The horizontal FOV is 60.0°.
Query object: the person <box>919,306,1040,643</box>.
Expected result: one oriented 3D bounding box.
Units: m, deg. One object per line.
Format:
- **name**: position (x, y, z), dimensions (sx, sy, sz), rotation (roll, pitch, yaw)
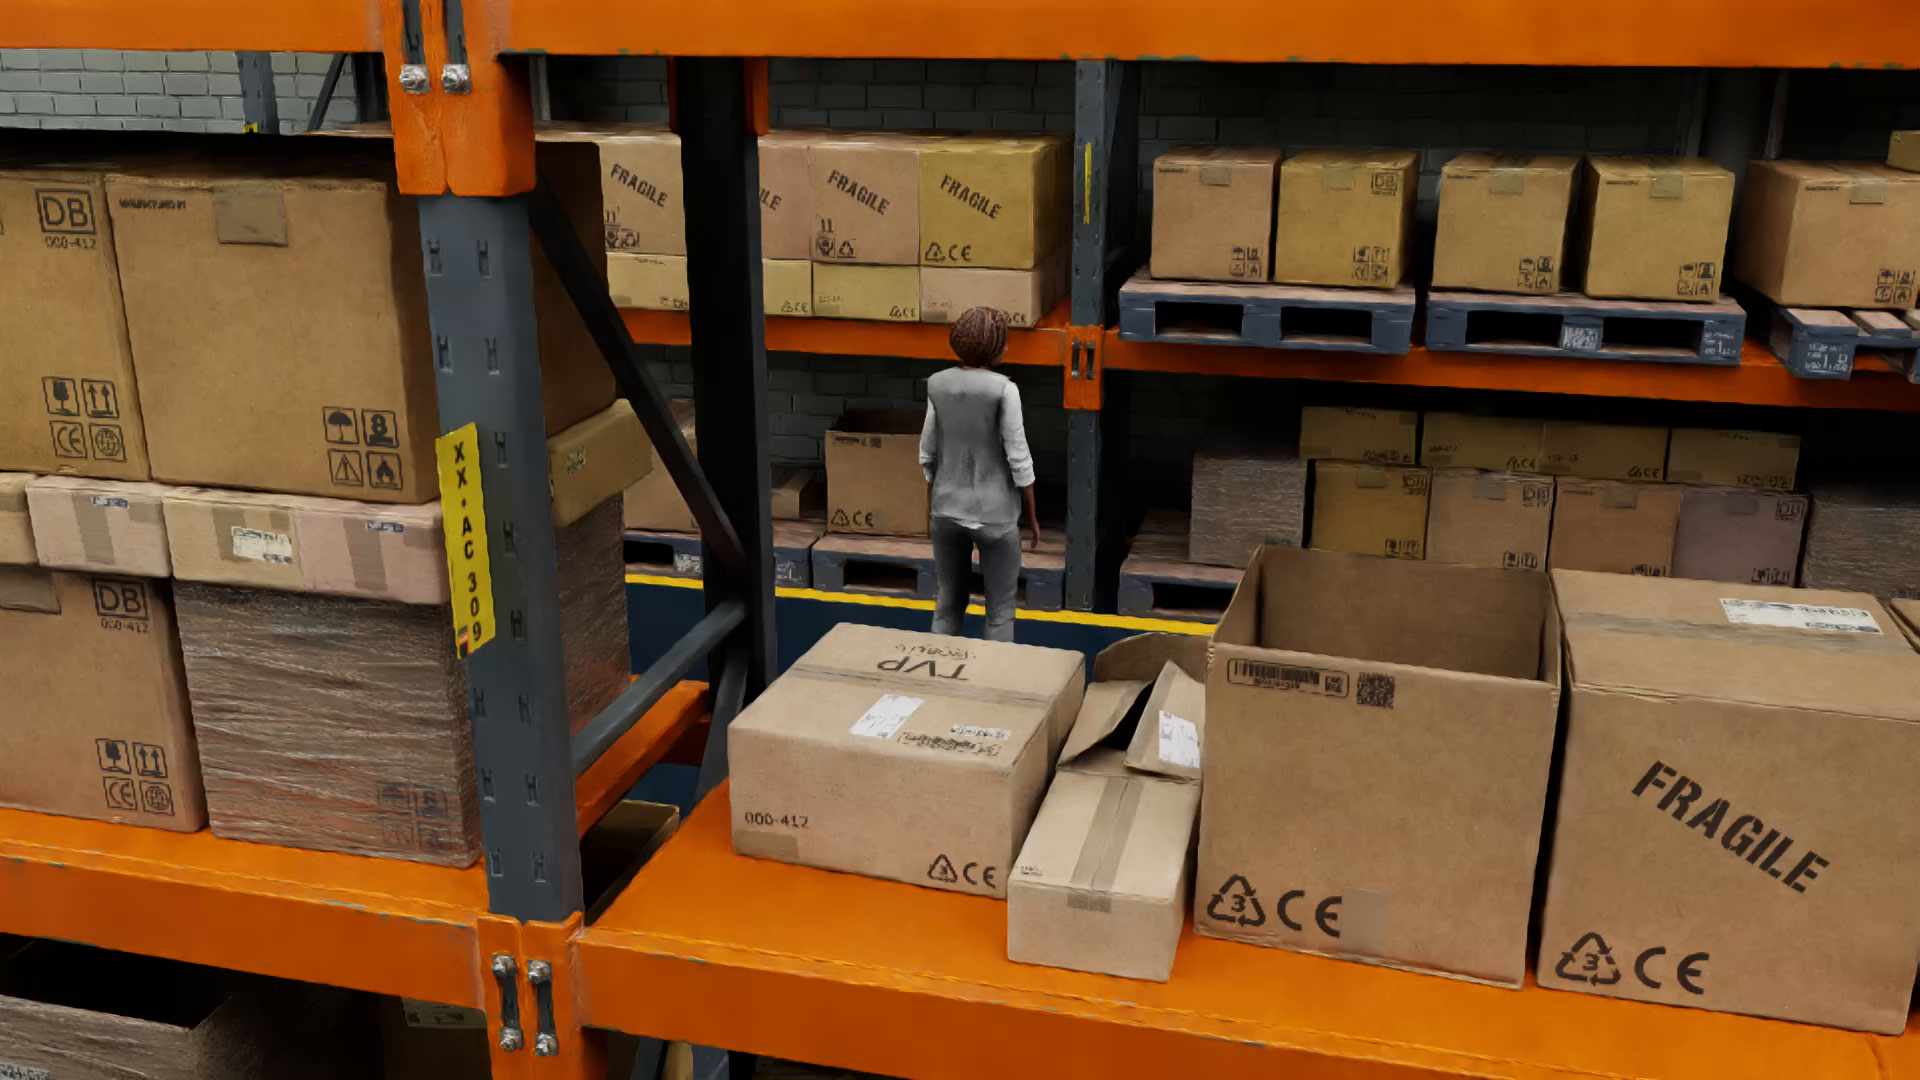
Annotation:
- **person**: position (0.072, -0.068, 6.268), dimensions (0.460, 1.622, 0.362), rotation (10, 21, 27)
